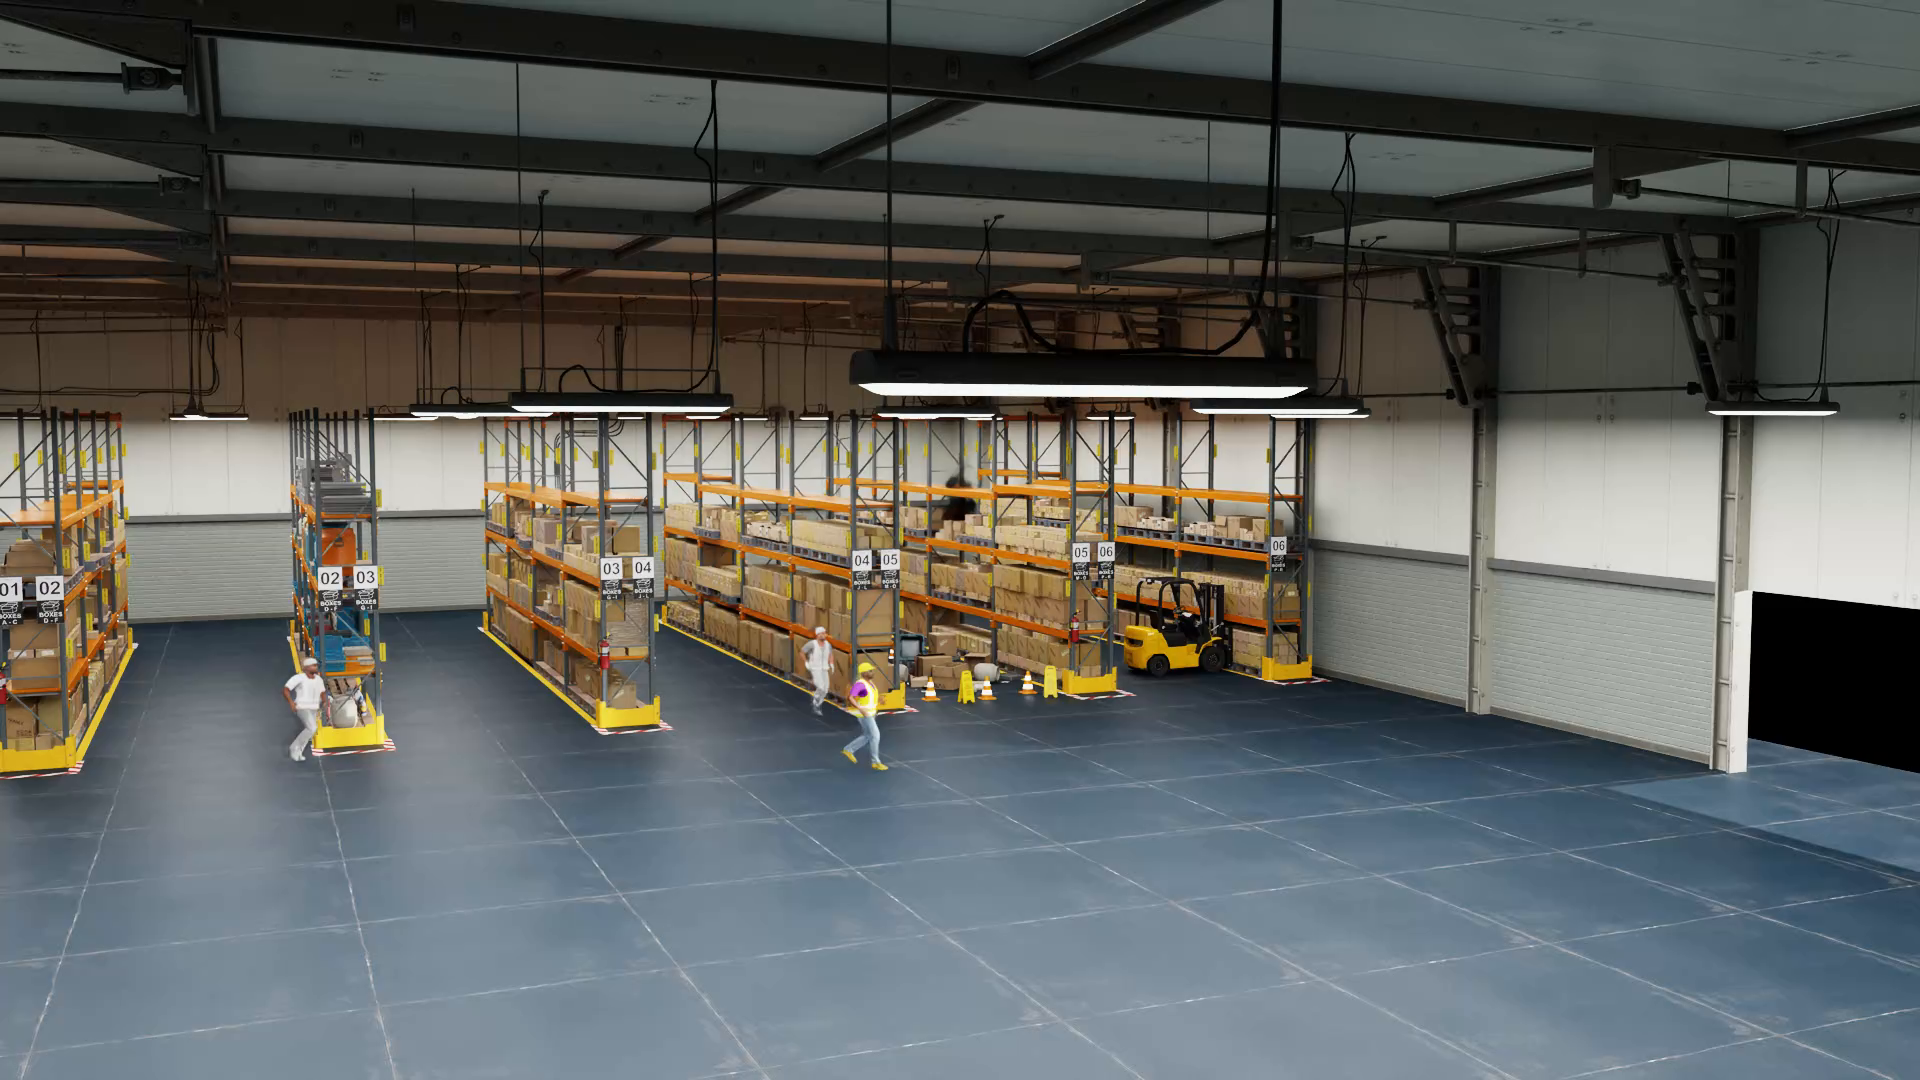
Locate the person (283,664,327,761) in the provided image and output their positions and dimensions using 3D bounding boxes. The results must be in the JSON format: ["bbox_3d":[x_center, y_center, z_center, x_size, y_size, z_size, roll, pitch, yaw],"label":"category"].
[{"bbox_3d":[-11.080,2.894,28.337,0.581,1.668,0.717,2,4,23],"label":"person"}]

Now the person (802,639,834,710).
[{"bbox_3d":[-2.709,2.655,32.488,0.637,1.458,0.585,-3,5,-36],"label":"person"}]

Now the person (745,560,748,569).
[{"bbox_3d":[-6.236,1.453,48.428,0.746,1.742,0.858,-3,5,-33],"label":"person"}]

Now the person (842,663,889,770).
[{"bbox_3d":[-1.562,2.909,27.542,0.797,1.770,0.701,1,4,11],"label":"person"}]
